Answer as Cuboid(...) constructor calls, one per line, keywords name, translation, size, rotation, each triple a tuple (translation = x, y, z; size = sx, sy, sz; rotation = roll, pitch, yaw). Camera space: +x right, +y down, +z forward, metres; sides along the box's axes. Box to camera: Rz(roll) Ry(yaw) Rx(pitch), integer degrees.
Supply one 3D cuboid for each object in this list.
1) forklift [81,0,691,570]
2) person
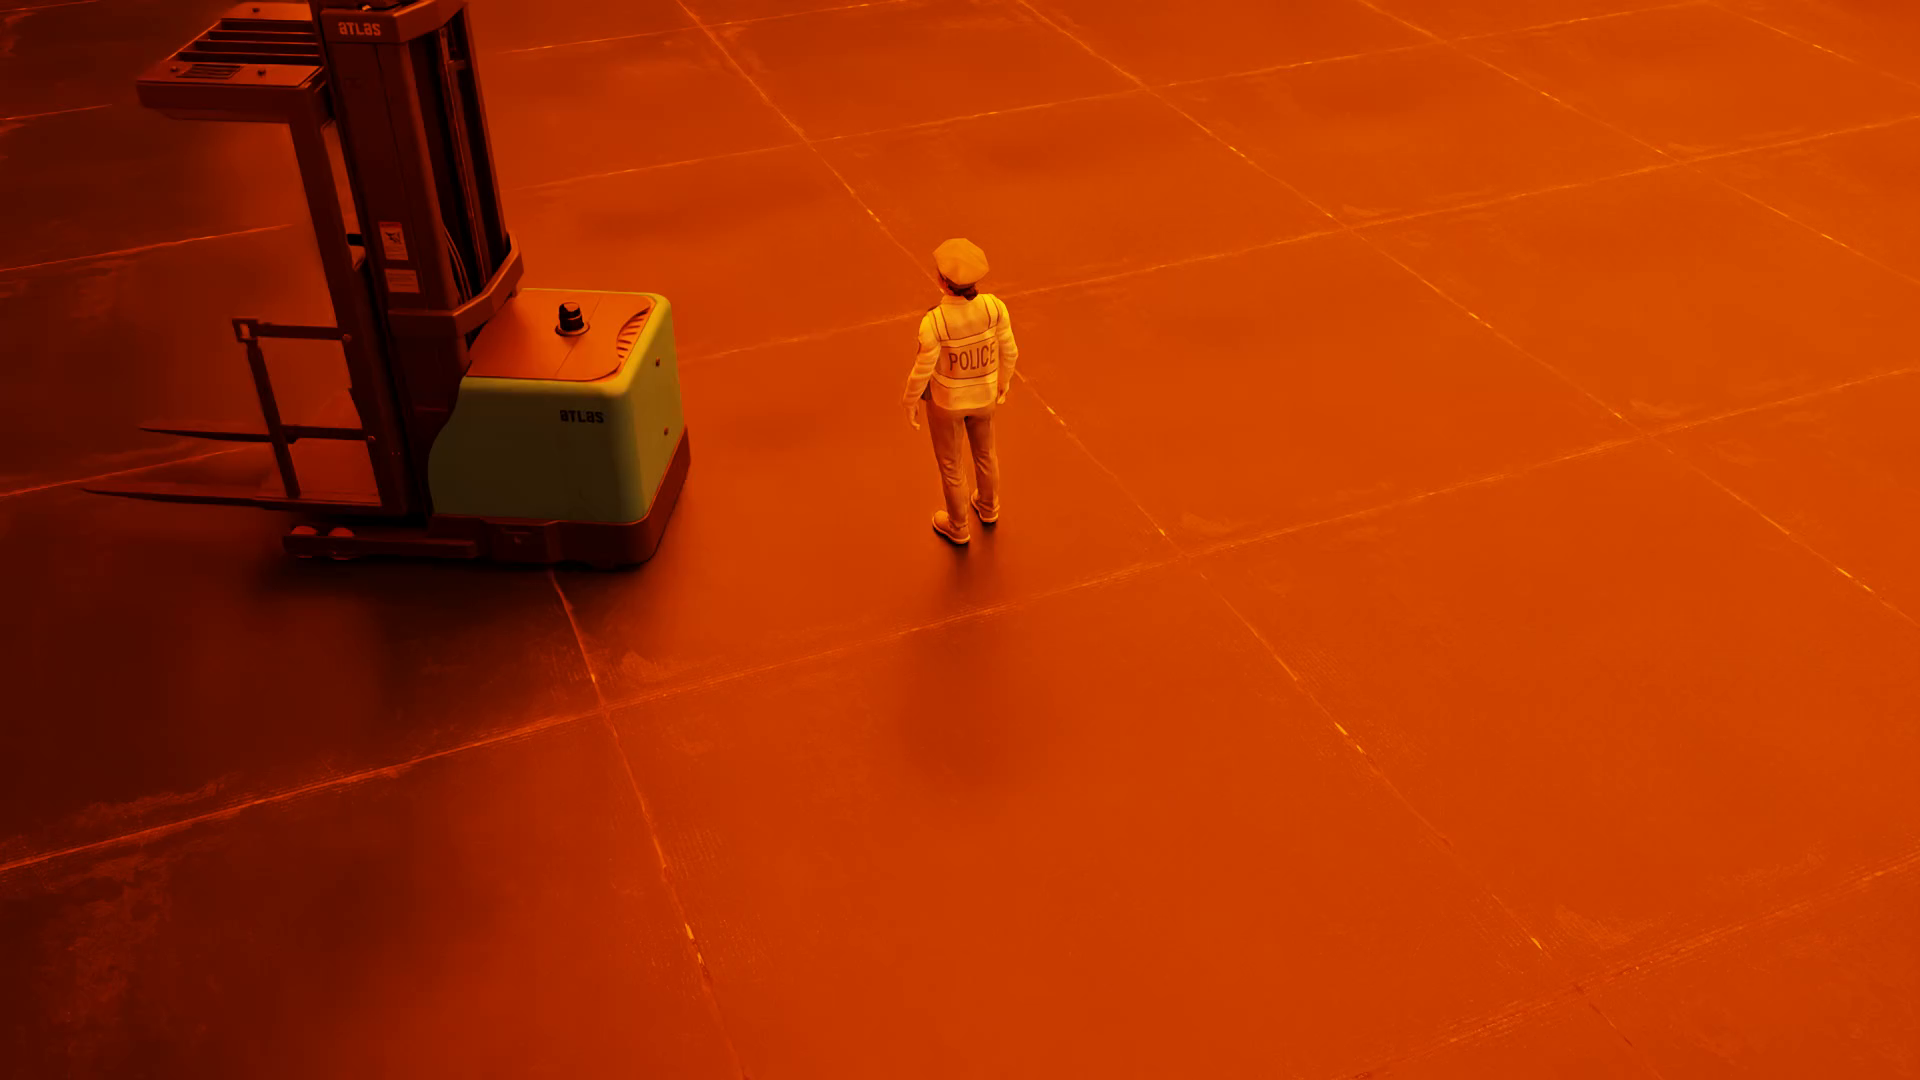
Cuboid(name="forklift", translation=(-3.019, -1.392, 8.056), size=(3.031, 2.935, 1.130), rotation=(3, 36, 4))
Cuboid(name="person", translation=(-0.017, -0.736, 8.187), size=(0.578, 1.694, 0.532), rotation=(-14, 38, -19))
